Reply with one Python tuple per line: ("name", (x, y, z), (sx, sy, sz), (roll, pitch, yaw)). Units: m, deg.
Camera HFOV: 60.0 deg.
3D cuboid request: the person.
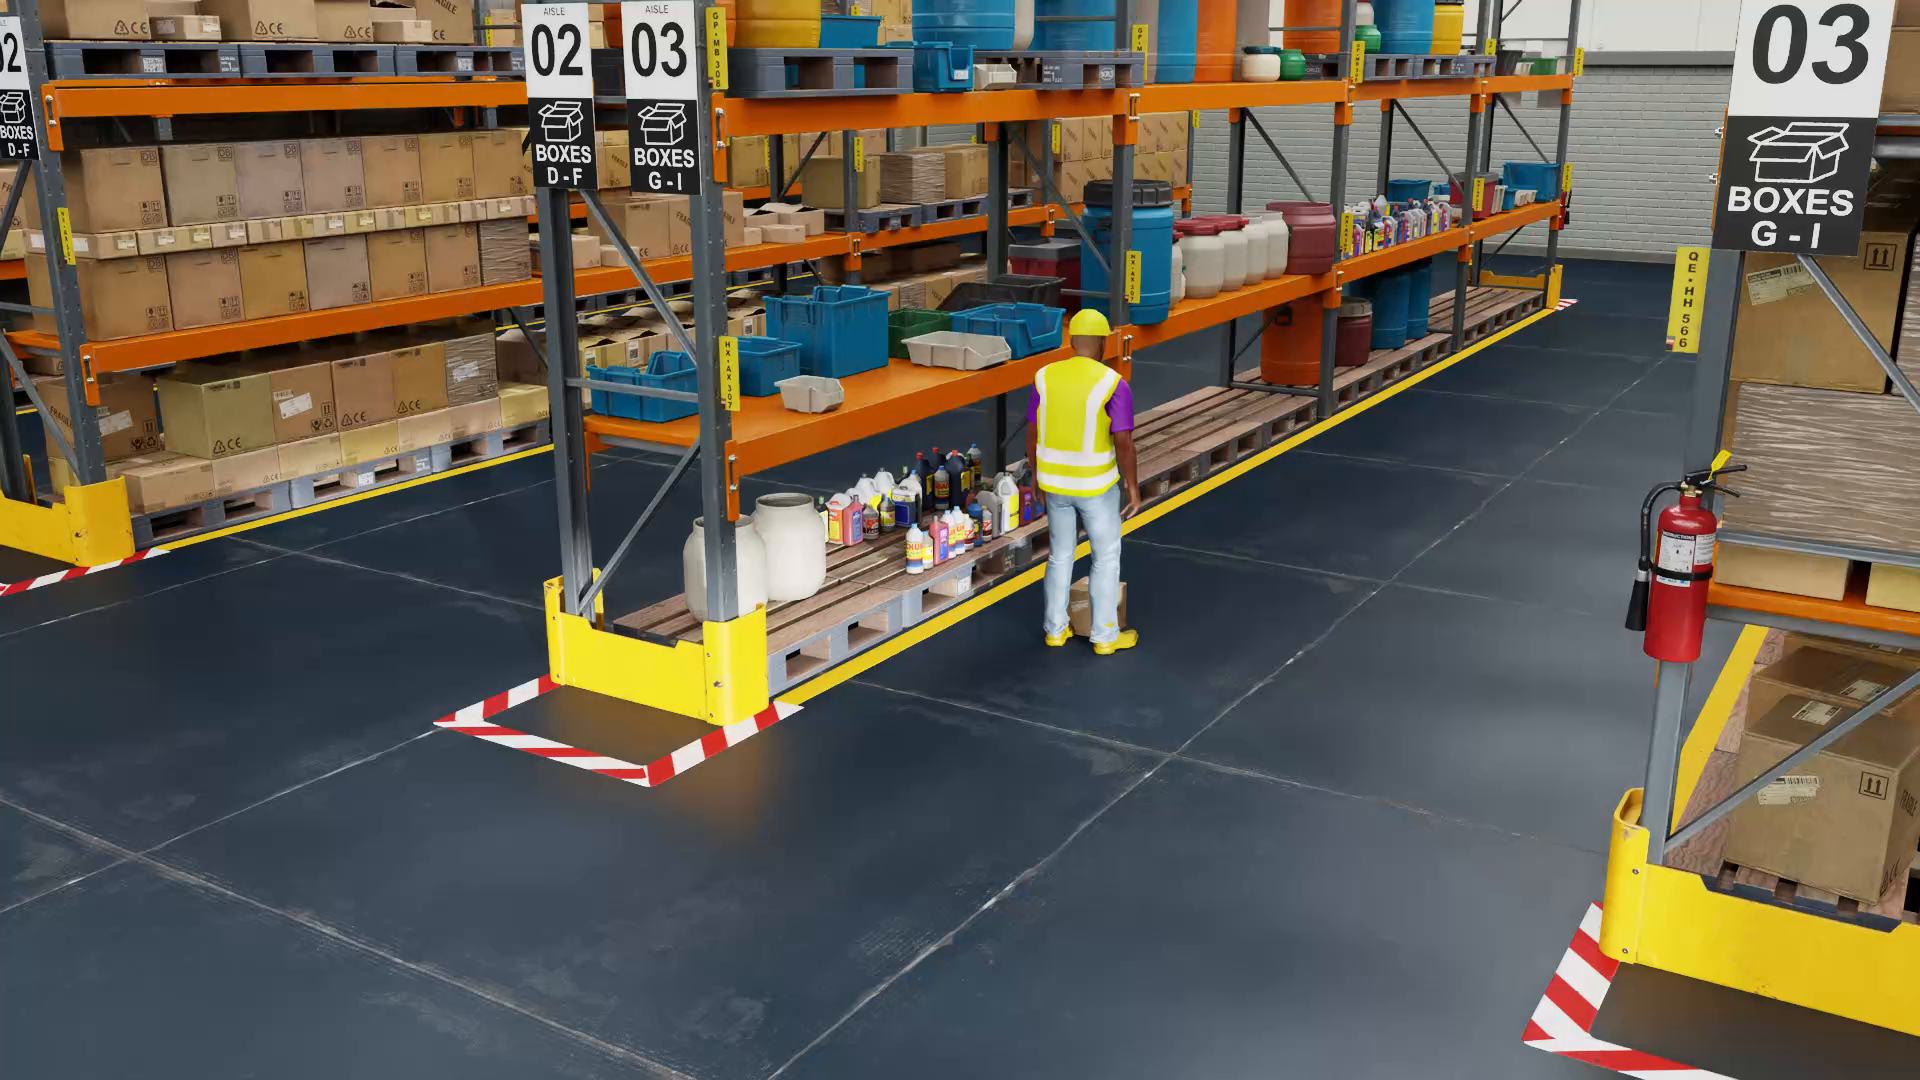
("person", (0.637, -0.302, 8.548), (0.627, 1.760, 0.459), (10, 19, 31))
